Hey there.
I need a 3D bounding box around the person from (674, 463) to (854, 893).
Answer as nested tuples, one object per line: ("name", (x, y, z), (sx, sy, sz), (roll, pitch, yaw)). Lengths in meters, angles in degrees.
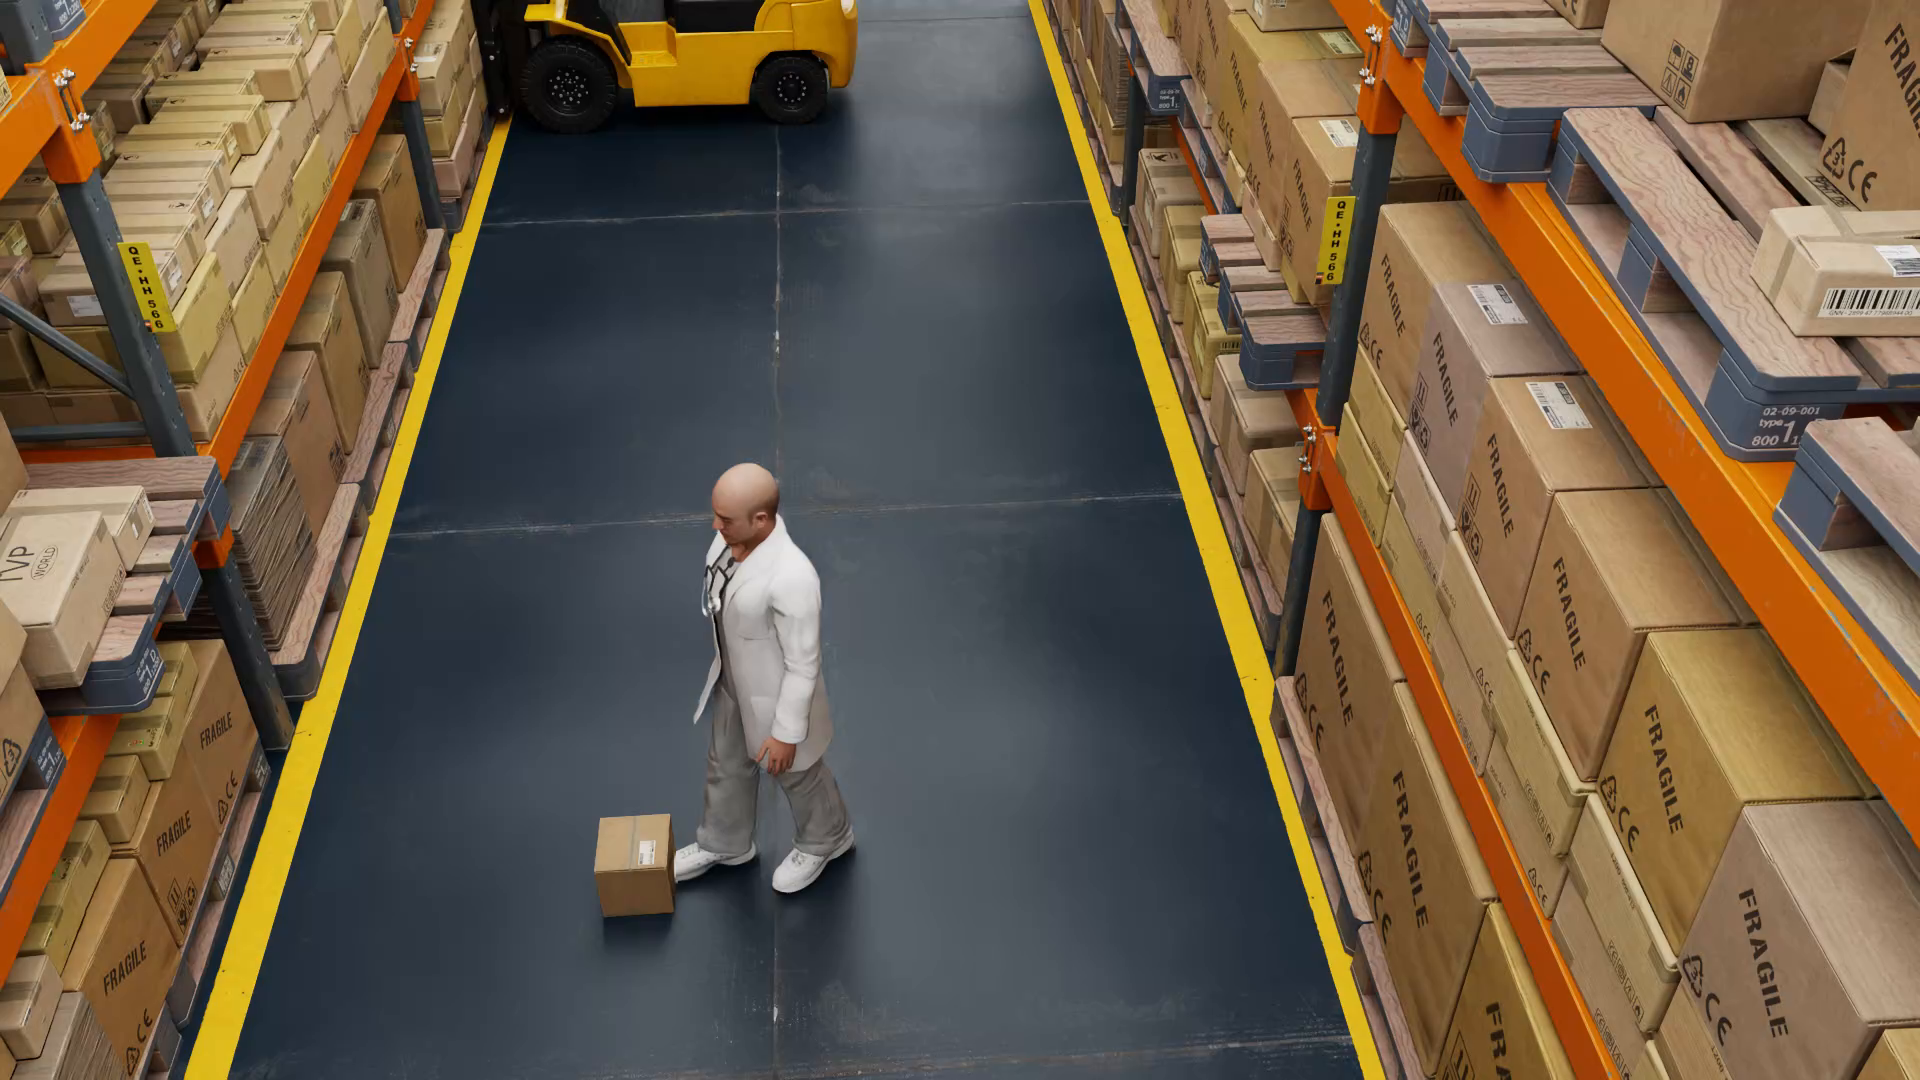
("person", (-0.714, 0.561, 5.538), (0.702, 1.657, 0.624), (-21, 43, -24))
